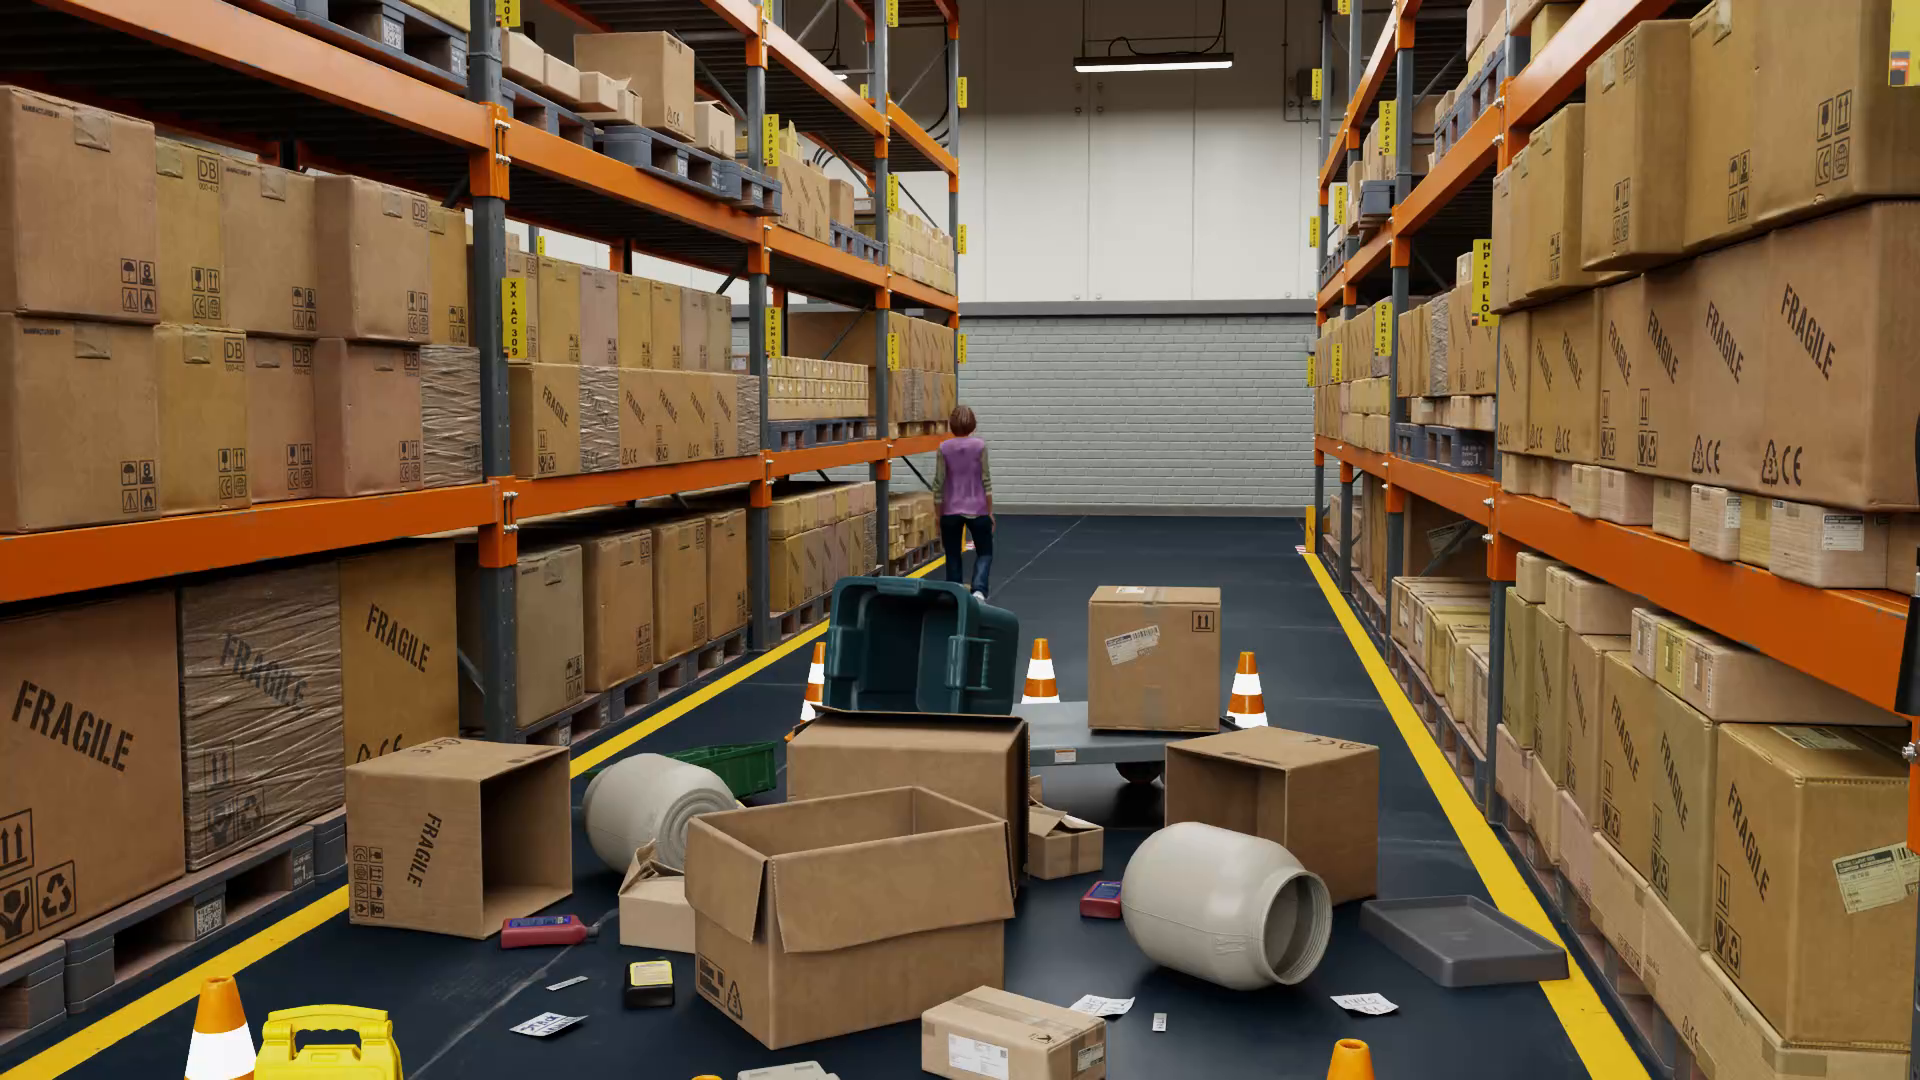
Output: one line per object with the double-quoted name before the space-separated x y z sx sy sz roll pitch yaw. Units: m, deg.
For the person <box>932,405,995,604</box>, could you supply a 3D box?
"person" 0.028 -0.171 11.916 0.451 1.593 0.569 0 5 1
